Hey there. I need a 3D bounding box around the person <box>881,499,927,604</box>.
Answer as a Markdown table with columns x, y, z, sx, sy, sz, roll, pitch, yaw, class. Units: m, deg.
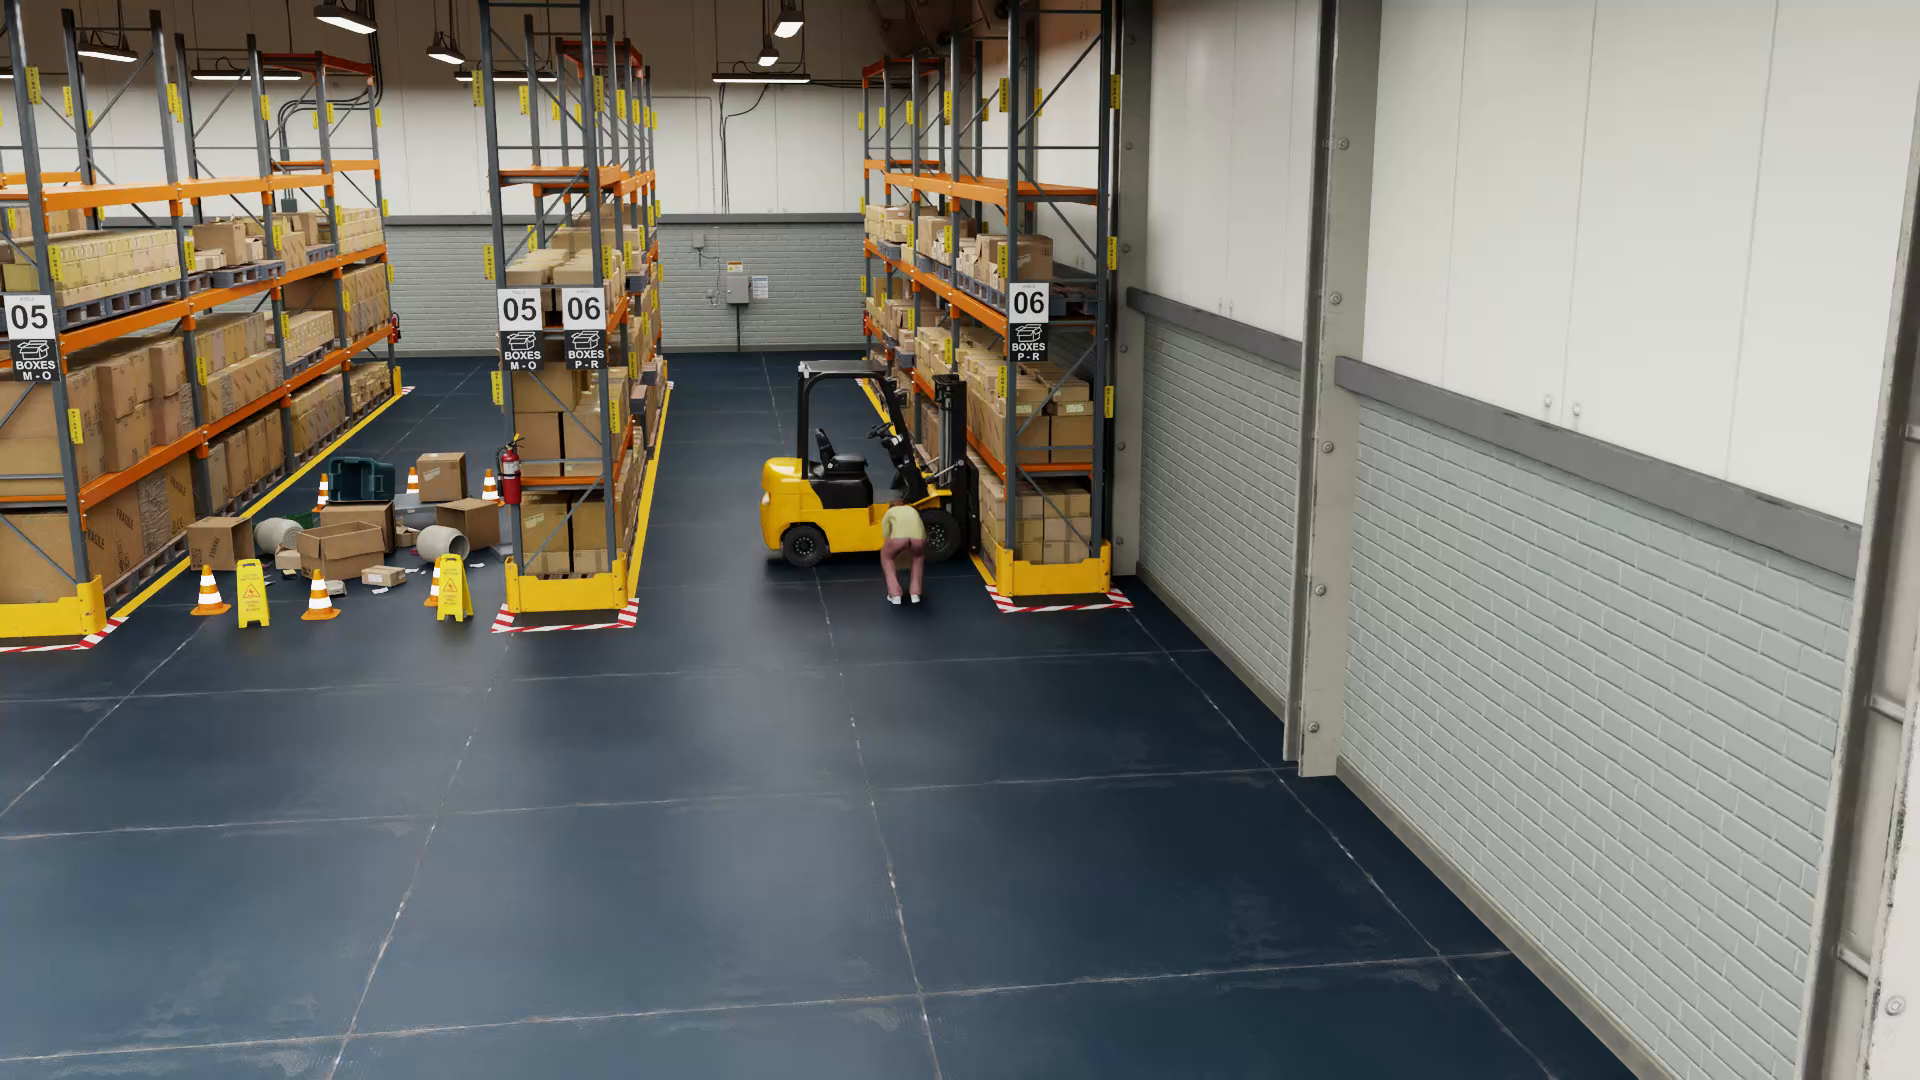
| x | y | z | sx | sy | sz | roll | pitch | yaw | class |
| --- | --- | --- | --- | --- | --- | --- | --- | --- | --- |
| -0.587 | 0.114 | 17.035 | 0.464 | 0.975 | 0.867 | -3 | 13 | -11 | person |
